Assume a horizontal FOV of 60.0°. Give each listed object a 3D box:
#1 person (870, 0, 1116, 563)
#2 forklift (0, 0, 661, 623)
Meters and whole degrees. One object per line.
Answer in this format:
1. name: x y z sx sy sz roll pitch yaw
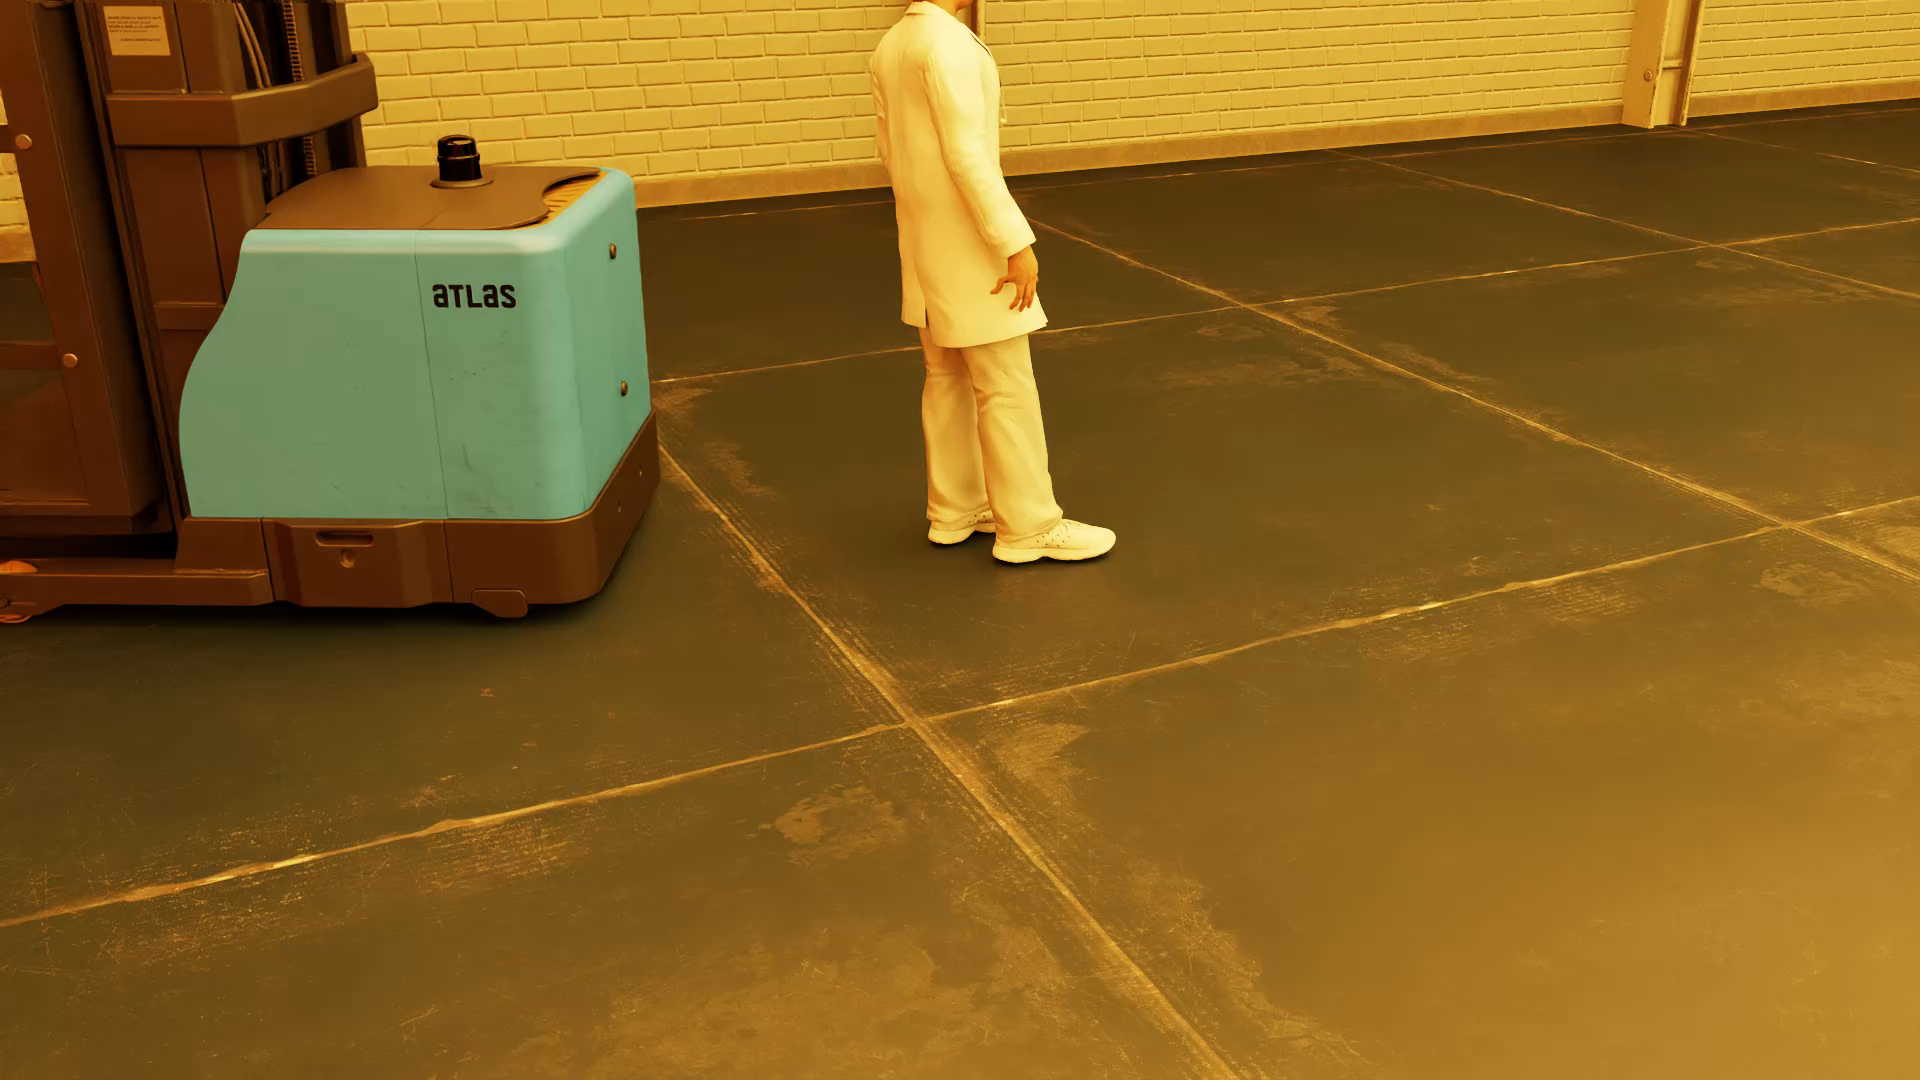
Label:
1. person: 0.084 -0.841 4.795 0.580 1.777 0.698 -10 25 -23
2. forklift: -2.493 -1.328 4.482 3.031 2.935 1.130 1 23 1
